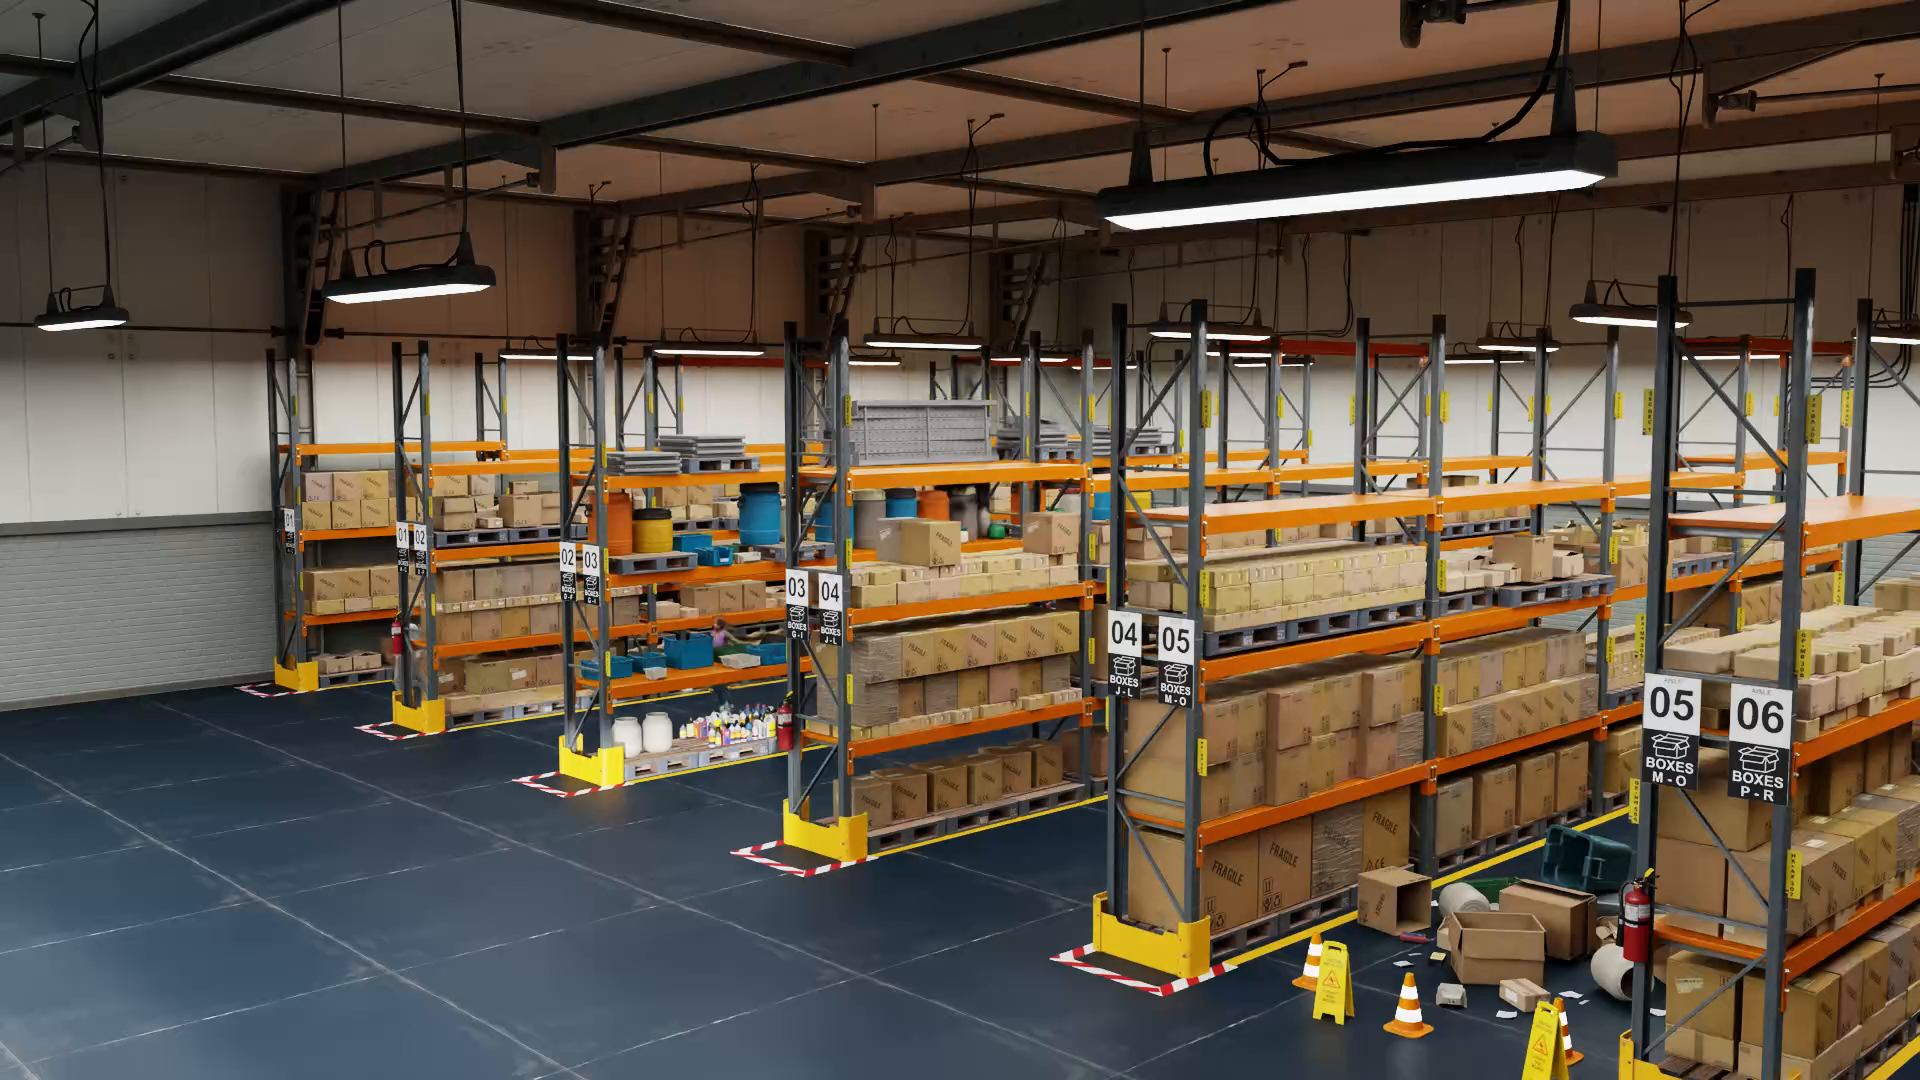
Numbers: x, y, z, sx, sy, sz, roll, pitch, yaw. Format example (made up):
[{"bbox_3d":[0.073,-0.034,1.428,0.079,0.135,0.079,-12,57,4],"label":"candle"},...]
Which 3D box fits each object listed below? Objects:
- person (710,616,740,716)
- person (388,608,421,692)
[{"bbox_3d":[-3.896,2.037,26.924,0.508,1.604,0.667,4,6,40],"label":"person"},{"bbox_3d":[-9.040,1.935,27.331,0.691,1.743,0.678,4,7,41],"label":"person"}]
